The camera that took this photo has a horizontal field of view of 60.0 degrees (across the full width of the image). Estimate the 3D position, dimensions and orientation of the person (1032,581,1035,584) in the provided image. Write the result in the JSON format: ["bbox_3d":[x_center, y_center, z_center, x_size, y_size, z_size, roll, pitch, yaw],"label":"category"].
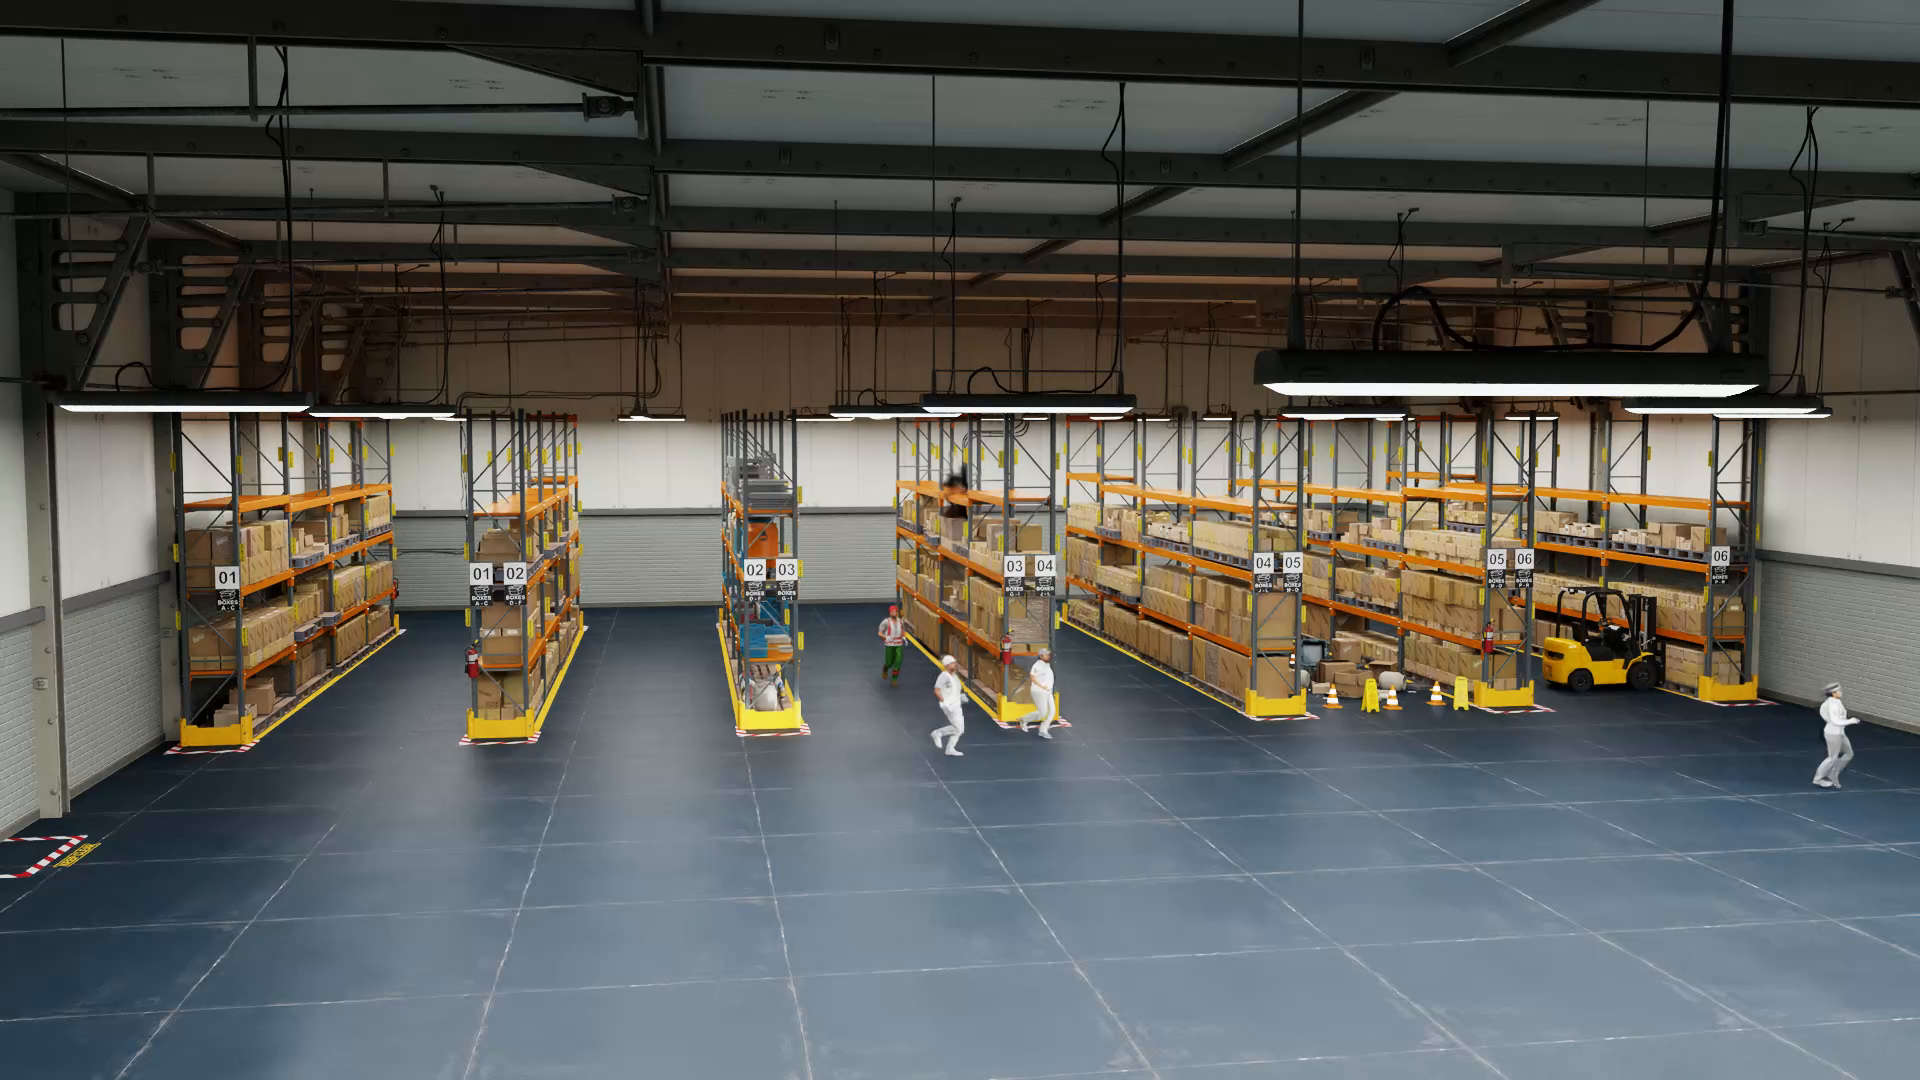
[{"bbox_3d":[2.337,1.477,49.138,0.788,1.695,0.583,-2,4,-24],"label":"person"}]

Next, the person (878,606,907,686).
[{"bbox_3d":[-1.475,2.306,36.447,0.653,1.750,0.709,-2,4,-23],"label":"person"}]

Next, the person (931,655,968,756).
[{"bbox_3d":[-0.181,2.859,28.743,0.595,1.734,0.696,1,4,19],"label":"person"}]

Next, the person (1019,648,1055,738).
[{"bbox_3d":[1.453,2.797,30.526,0.637,1.639,0.633,2,5,28],"label":"person"}]

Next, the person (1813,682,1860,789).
[{"bbox_3d":[13.749,3.067,26.057,0.638,1.712,0.594,2,5,31],"label":"person"}]
